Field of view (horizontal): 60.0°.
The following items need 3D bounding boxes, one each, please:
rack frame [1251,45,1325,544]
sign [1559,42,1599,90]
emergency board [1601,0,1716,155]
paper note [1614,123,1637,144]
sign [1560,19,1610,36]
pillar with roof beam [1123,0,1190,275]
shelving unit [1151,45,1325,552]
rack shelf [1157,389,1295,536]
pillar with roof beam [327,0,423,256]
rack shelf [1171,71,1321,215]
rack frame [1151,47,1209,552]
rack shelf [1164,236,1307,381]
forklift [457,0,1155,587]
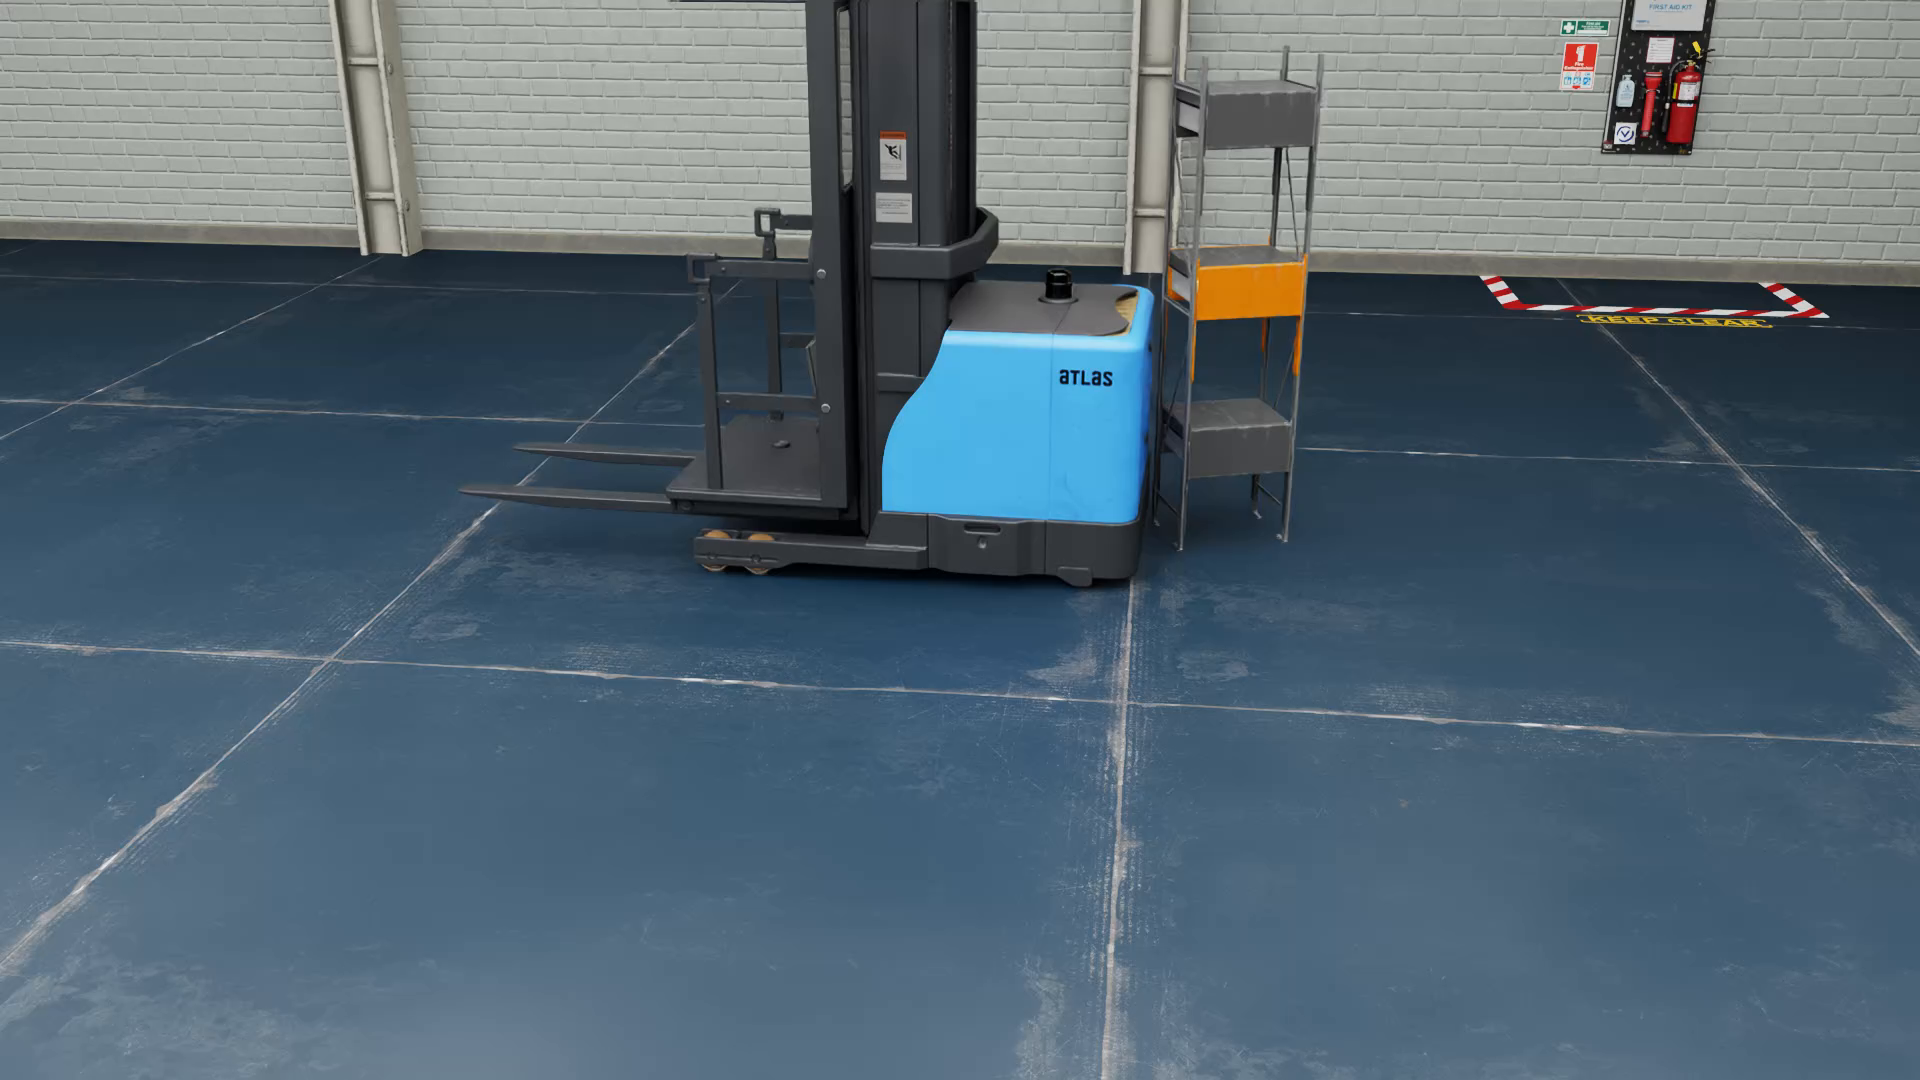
[{"bbox_3d":[1.408,-1.033,7.196,0.015,2.100,0.400,-4,22,-11],"label":"rack frame"},{"bbox_3d":[4.410,-3.374,11.846,0.234,0.329,0.001,2,22,6],"label":"sign"},{"bbox_3d":[4.947,-3.296,11.697,0.643,1.169,0.194,2,22,6],"label":"emergency board"},{"bbox_3d":[4.779,-2.919,11.942,0.142,0.148,0.016,2,22,6],"label":"paper note"},{"bbox_3d":[4.413,-3.617,11.740,0.331,0.109,0.001,2,22,6],"label":"sign"},{"bbox_3d":[0.931,-4.653,6.969,0.400,9.000,9.100,2,22,6],"label":"pillar with roof beam"},{"bbox_3d":[1.169,-1.014,7.149,0.503,2.100,0.431,-4,22,-11],"label":"shelving unit"},{"bbox_3d":[1.169,-0.350,7.410,0.480,0.518,0.431,-4,22,-11],"label":"rack shelf"},{"bbox_3d":[-5.027,-4.912,7.626,0.400,9.000,9.100,2,22,6],"label":"pillar with roof beam"},{"bbox_3d":[1.169,-1.653,6.897,0.480,0.518,0.431,-4,22,-11],"label":"rack shelf"},{"bbox_3d":[0.930,-0.996,7.102,0.015,2.100,0.400,-4,22,-11],"label":"rack frame"},{"bbox_3d":[1.169,-1.002,7.154,0.480,0.518,0.431,-4,22,-11],"label":"rack shelf"},{"bbox_3d":[-0.689,-1.408,7.014,3.031,2.935,1.130,3,22,8],"label":"forklift"}]
